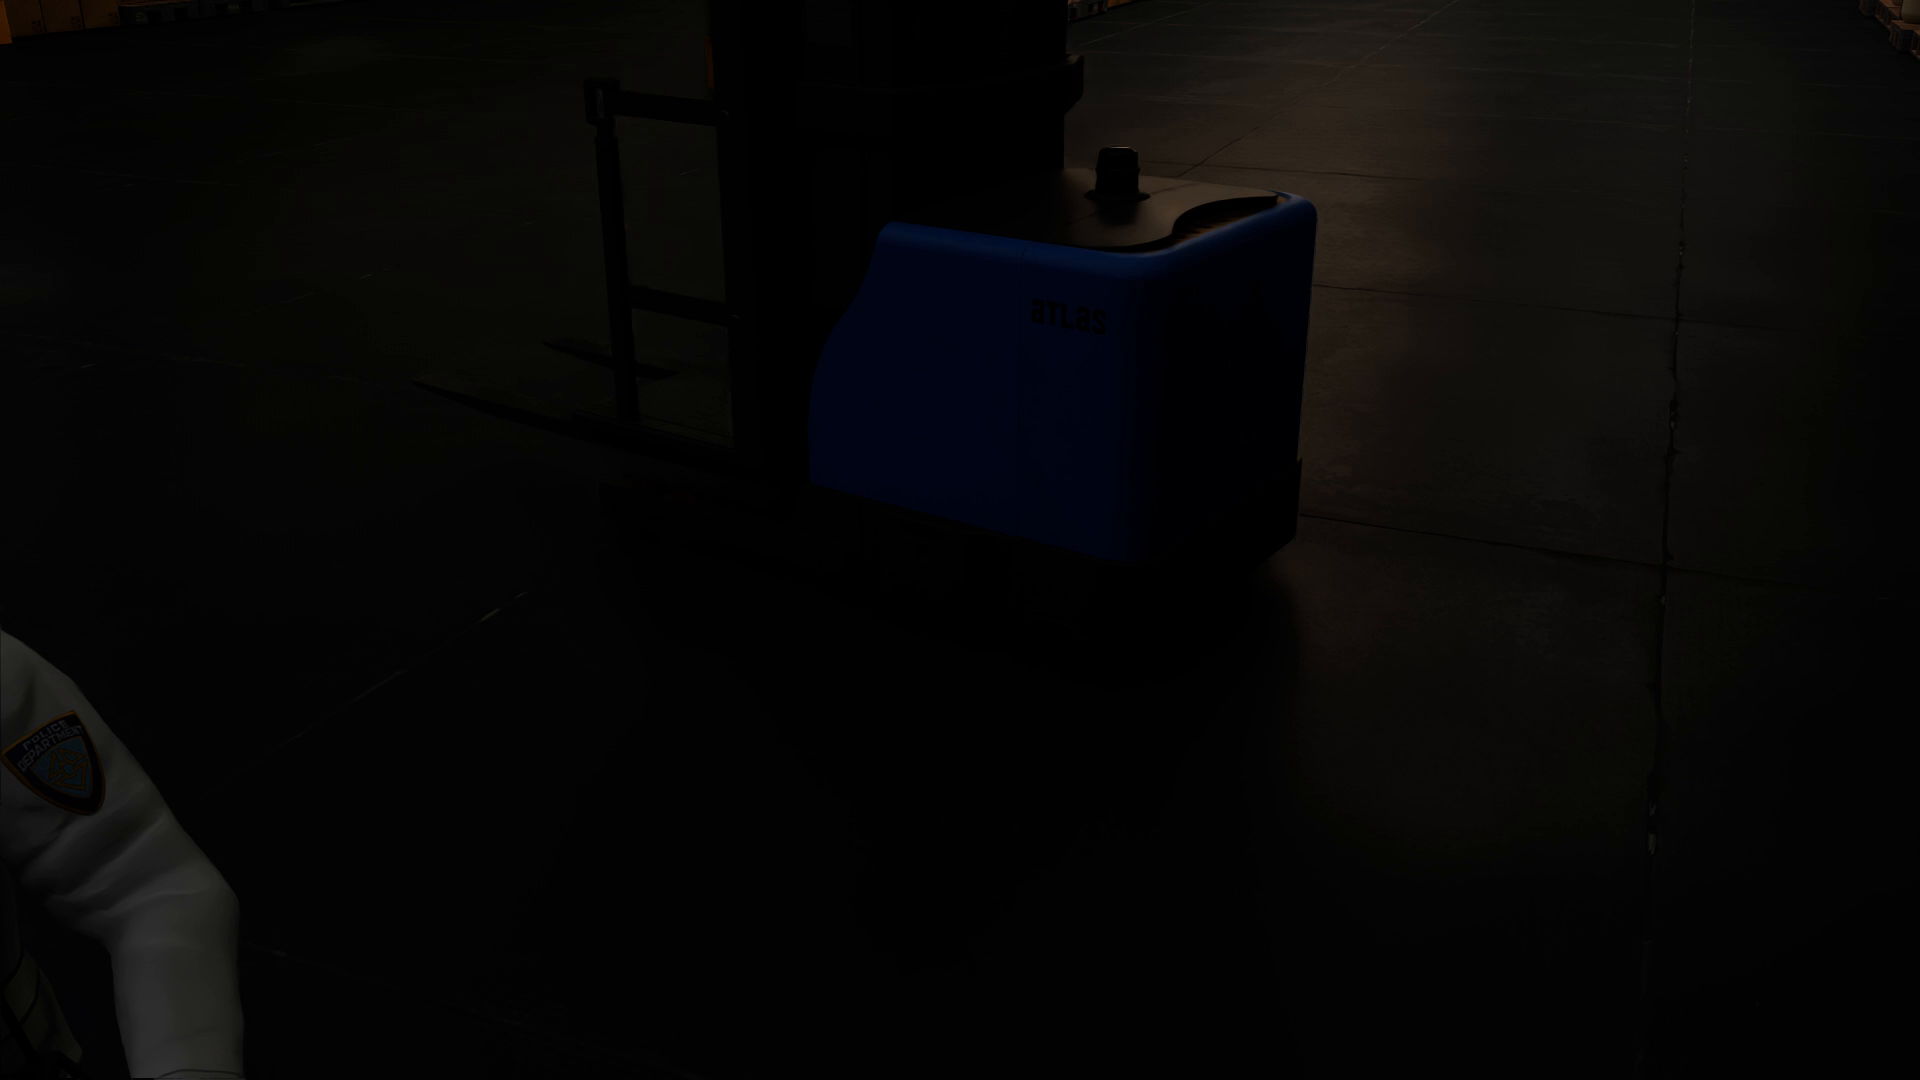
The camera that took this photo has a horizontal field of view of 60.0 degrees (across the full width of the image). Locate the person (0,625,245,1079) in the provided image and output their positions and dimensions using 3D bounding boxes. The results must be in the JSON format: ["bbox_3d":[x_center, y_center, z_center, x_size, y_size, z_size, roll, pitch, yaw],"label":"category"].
[{"bbox_3d":[-1.025,0.621,1.483,0.893,1.628,0.717,-4,23,-10],"label":"person"}]

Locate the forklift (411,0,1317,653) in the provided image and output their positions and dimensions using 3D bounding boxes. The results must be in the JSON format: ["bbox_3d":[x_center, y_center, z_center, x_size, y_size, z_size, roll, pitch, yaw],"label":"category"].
[{"bbox_3d":[-0.504,-1.485,4.845,3.031,2.935,1.130,15,27,32],"label":"forklift"}]
